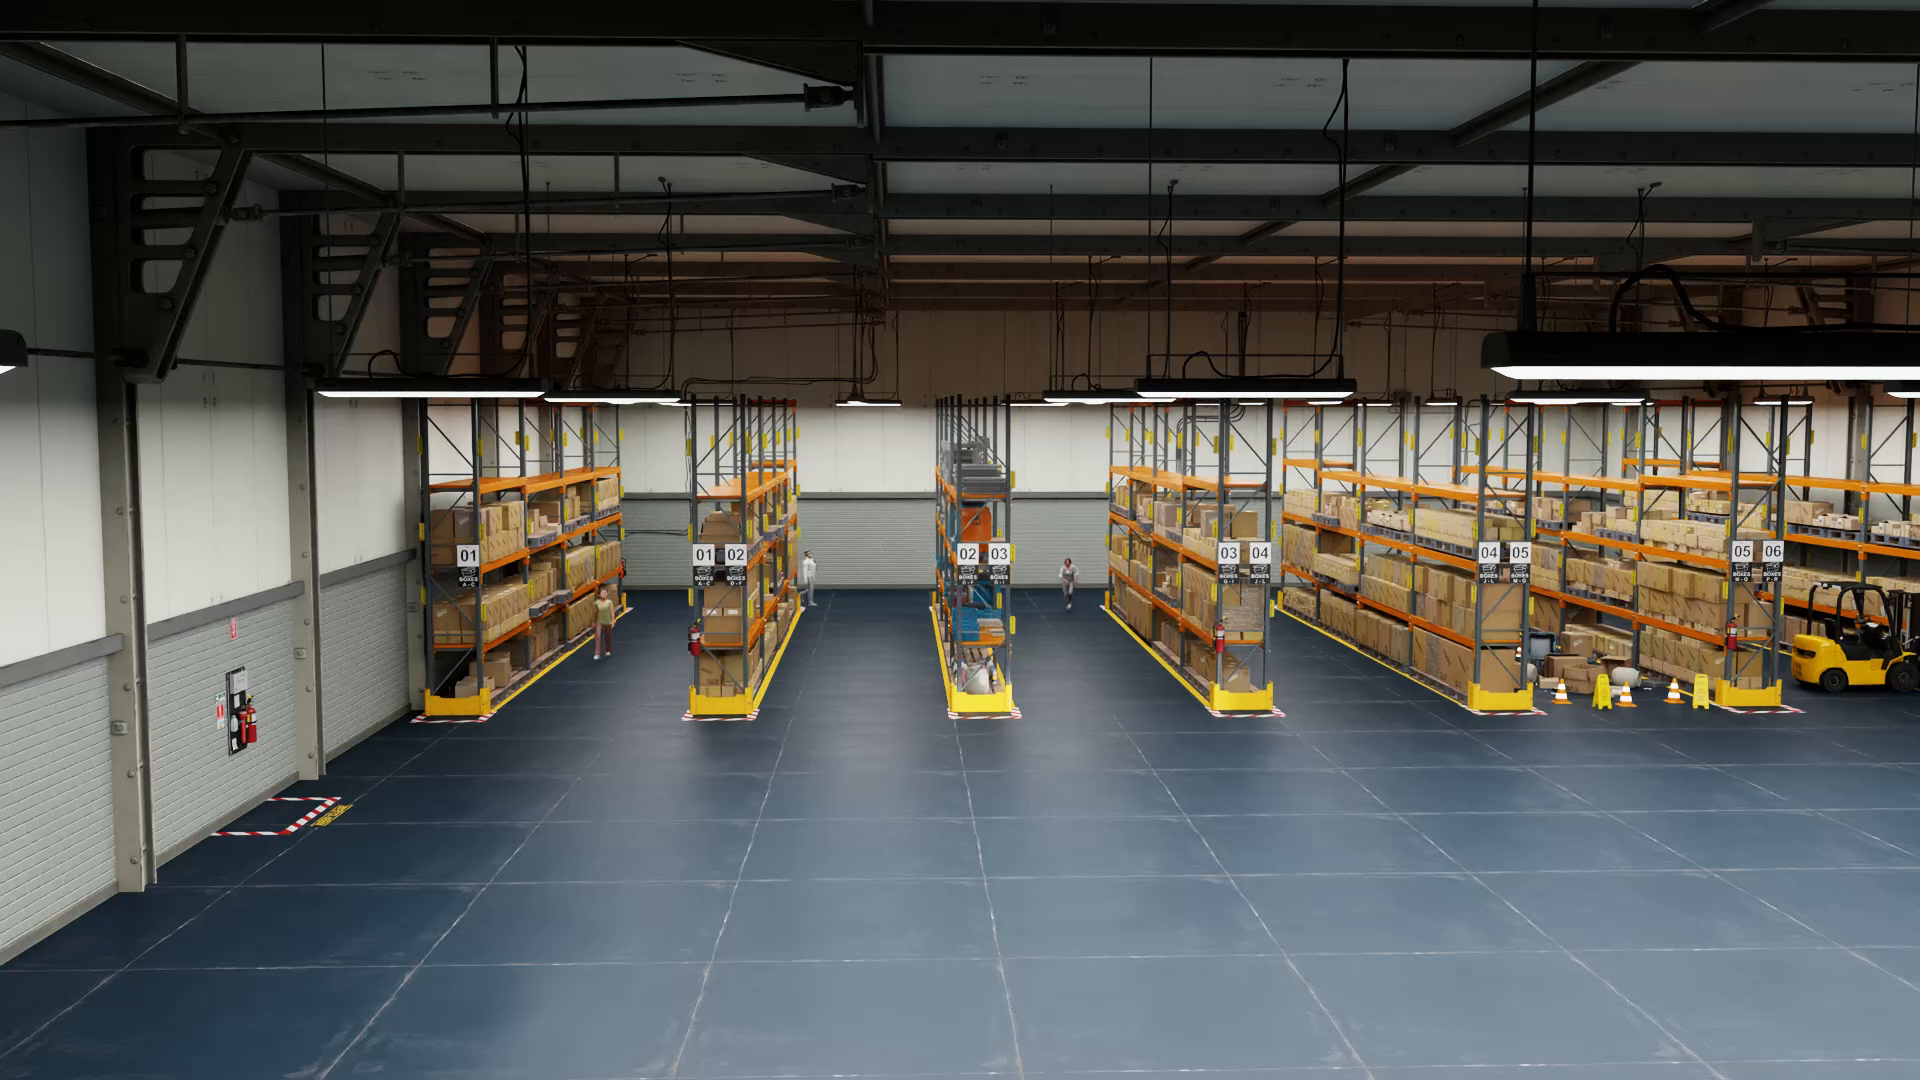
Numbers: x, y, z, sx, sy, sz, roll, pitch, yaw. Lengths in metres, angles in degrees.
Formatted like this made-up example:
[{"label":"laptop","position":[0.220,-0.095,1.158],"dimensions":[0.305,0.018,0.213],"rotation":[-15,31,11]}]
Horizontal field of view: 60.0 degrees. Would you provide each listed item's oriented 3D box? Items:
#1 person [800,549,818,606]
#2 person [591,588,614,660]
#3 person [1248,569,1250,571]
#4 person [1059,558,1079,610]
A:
[{"label":"person","position":[-4.432,1.087,48.297],"dimensions":[0.643,1.652,0.481],"rotation":[1,5,17]},{"label":"person","position":[-8.175,1.903,37.995],"dimensions":[0.536,1.596,1.068],"rotation":[-1,5,-7]},{"label":"person","position":[9.113,0.877,50.863],"dimensions":[0.577,1.681,0.989],"rotation":[2,5,19]},{"label":"person","position":[3.089,1.240,47.143],"dimensions":[0.566,1.514,0.794],"rotation":[1,5,7]}]
